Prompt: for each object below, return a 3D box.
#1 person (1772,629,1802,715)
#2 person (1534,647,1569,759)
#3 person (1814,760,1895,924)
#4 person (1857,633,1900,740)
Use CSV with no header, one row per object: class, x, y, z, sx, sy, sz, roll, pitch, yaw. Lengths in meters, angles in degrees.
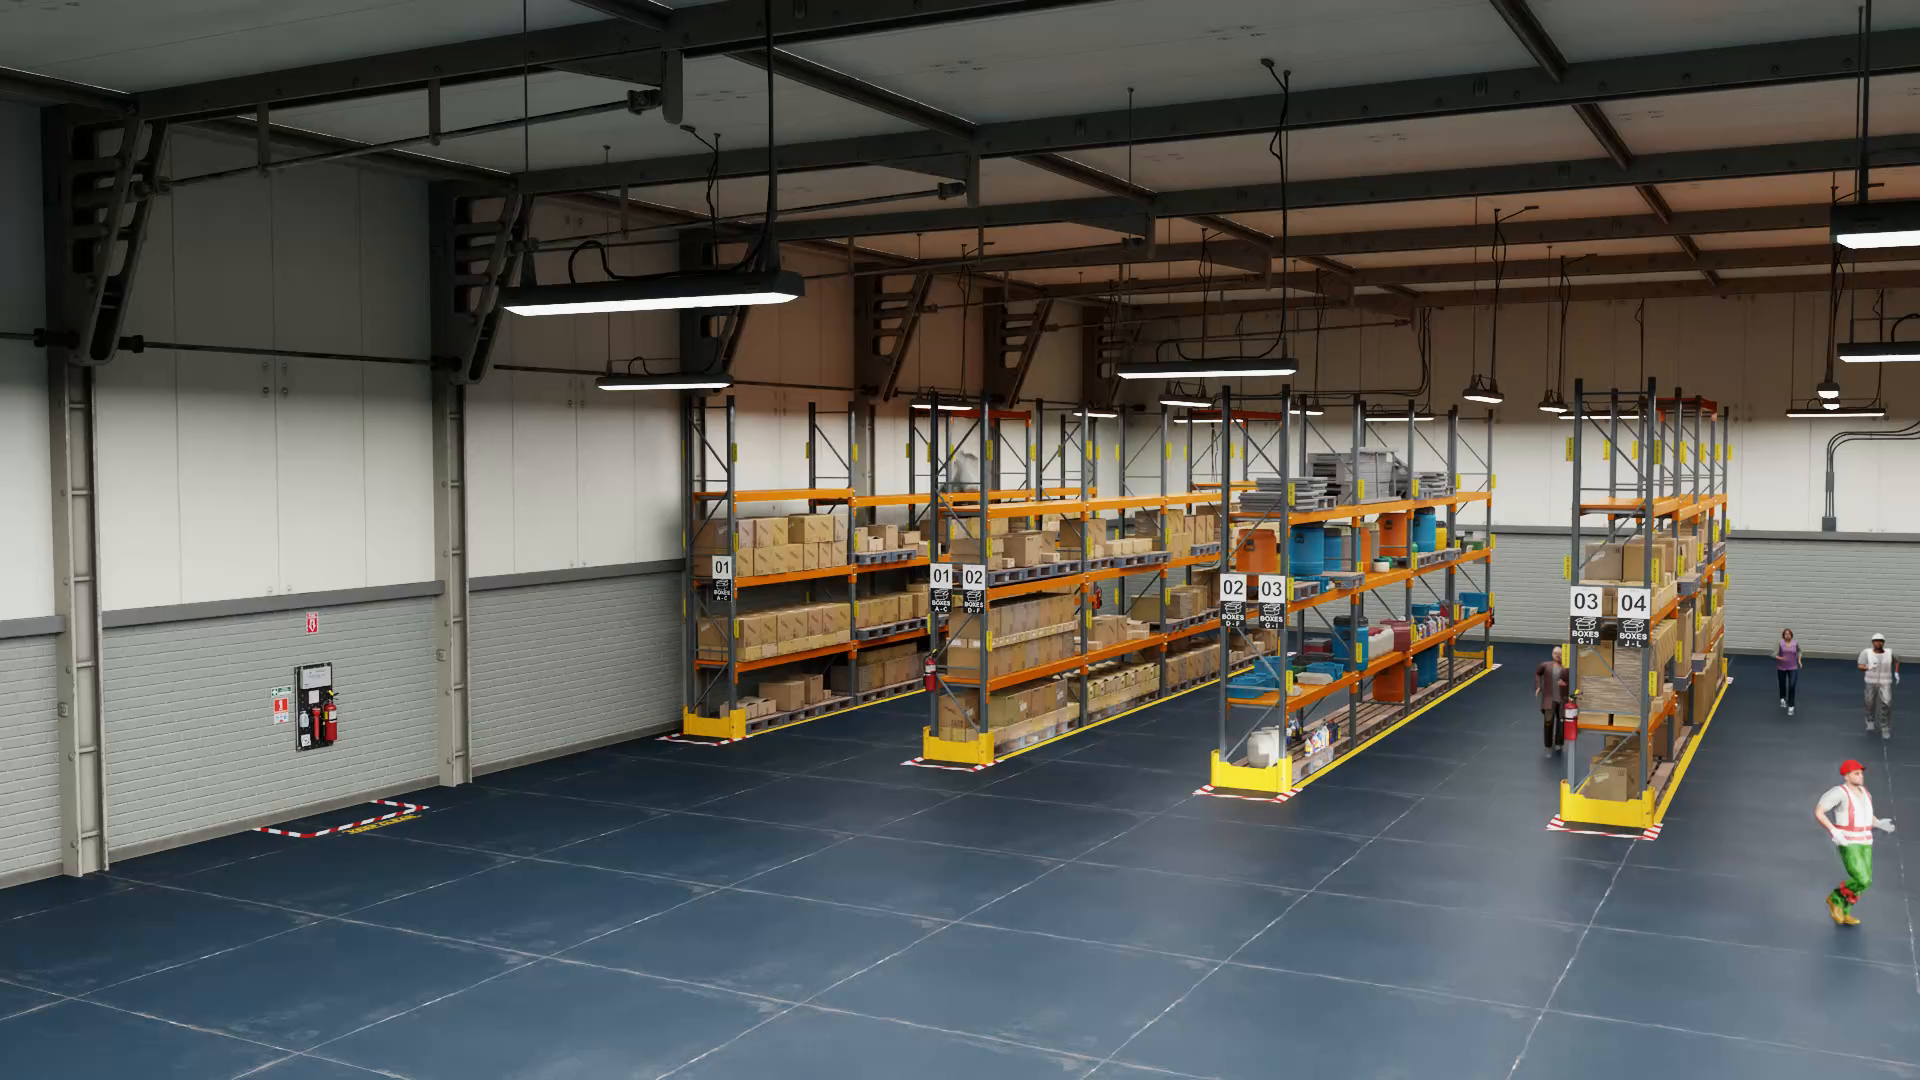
person,15.884,2.497,31.930,0.535,1.599,0.893,1,3,22
person,9.822,2.678,27.402,0.675,1.846,0.829,1,3,18
person,9.433,3.194,17.474,0.643,1.740,0.584,-1,3,-23
person,16.193,2.568,29.327,0.668,1.852,0.794,1,3,26
